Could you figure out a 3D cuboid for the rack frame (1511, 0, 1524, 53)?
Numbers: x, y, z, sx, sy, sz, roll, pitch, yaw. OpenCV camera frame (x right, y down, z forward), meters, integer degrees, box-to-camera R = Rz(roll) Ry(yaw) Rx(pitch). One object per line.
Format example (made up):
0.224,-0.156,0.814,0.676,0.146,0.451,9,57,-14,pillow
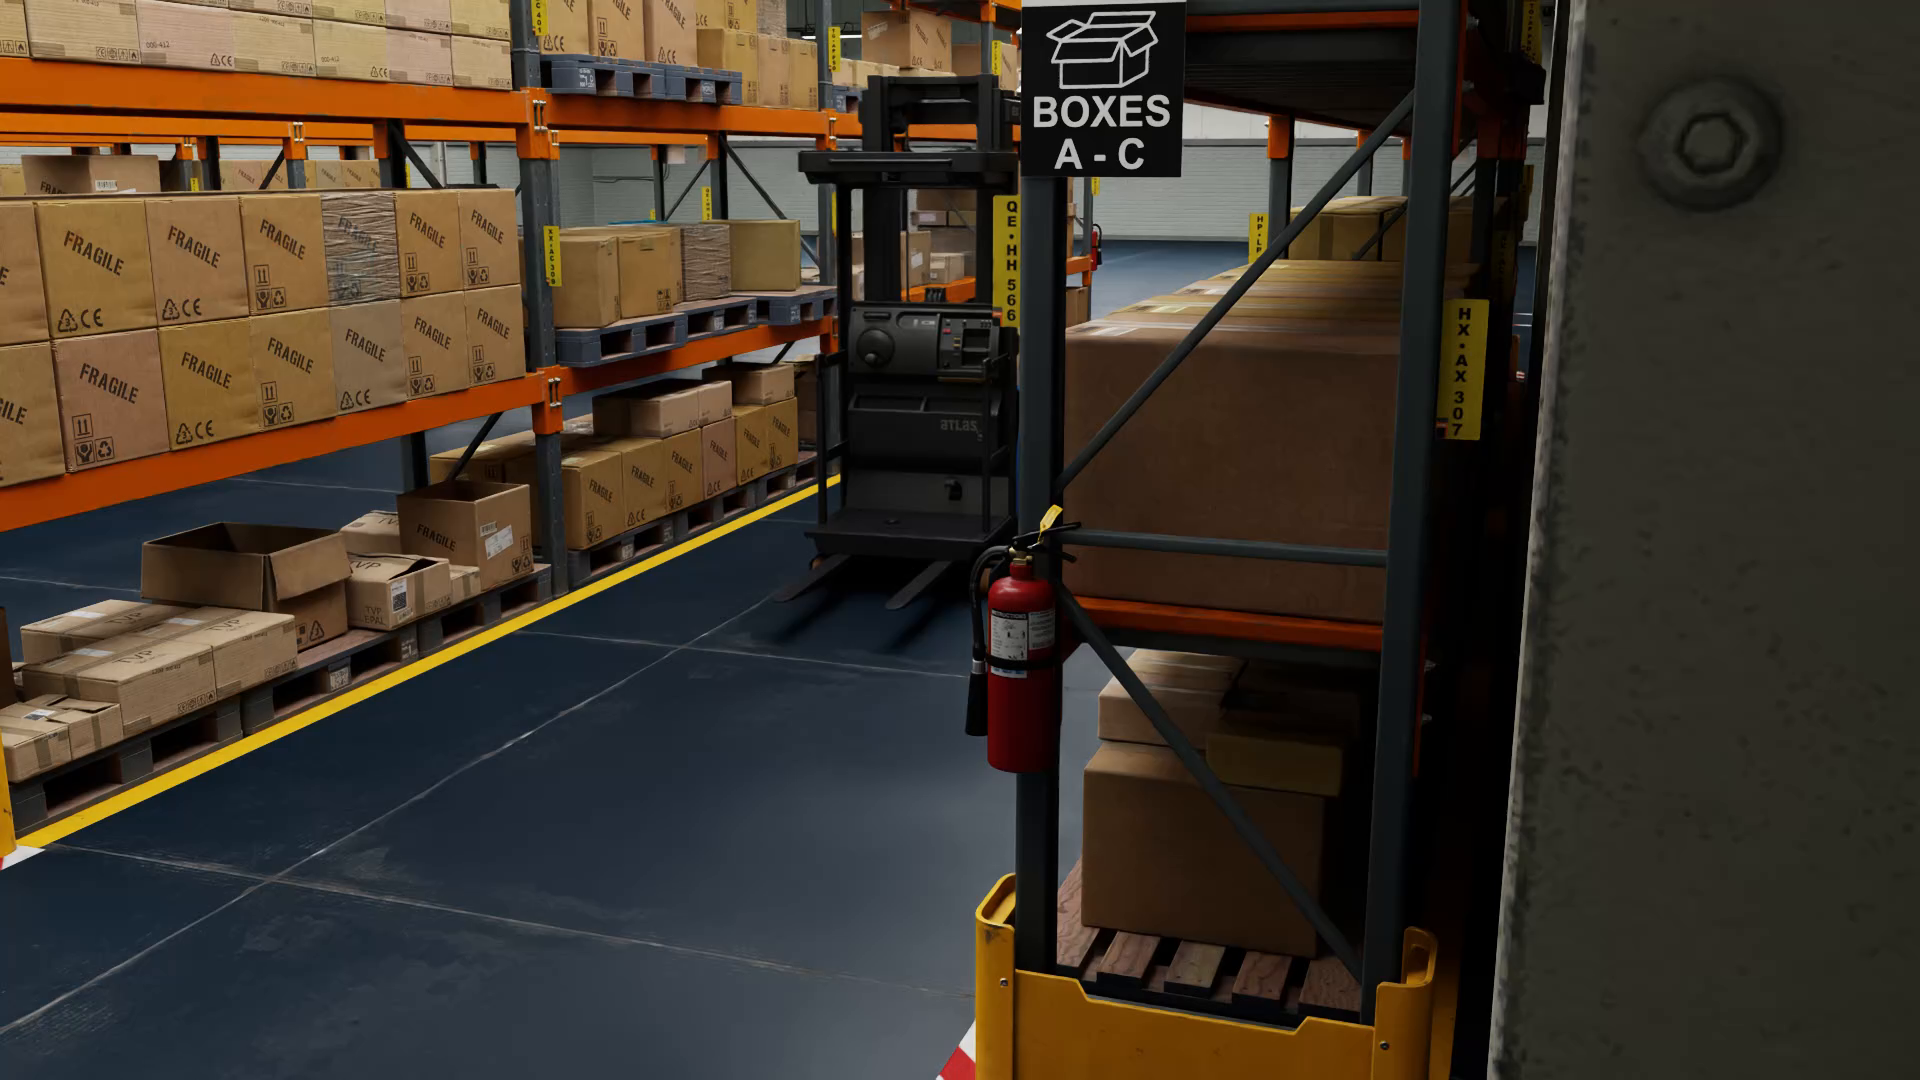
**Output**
3.228,-4.584,10.850,1.000,3.000,0.127,4,14,18,rack frame

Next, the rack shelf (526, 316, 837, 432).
-2.107,-1.244,11.312,1.077,0.370,4.000,4,14,18,rack shelf

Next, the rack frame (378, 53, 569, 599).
-2.754,-1.173,9.387,1.000,3.000,0.127,4,14,18,rack frame

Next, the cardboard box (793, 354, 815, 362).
-1.196,-1.497,14.781,0.500,0.311,0.500,4,14,18,cardboard box

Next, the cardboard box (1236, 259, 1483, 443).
1.743,-0.850,7.299,0.980,0.700,0.700,5,14,19,cardboard box

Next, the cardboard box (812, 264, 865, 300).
-0.988,-2.146,13.851,0.500,0.311,0.500,4,14,18,cardboard box

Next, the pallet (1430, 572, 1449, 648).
2.112,0.374,8.874,1.003,0.211,1.213,4,14,18,pallet

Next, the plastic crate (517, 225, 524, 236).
-4.719,-3.122,17.782,0.402,0.464,0.583,4,14,18,plastic crate

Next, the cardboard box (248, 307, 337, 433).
-3.165,-0.774,7.412,0.500,0.500,0.500,5,14,19,cardboard box

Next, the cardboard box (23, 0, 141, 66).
-3.468,-1.914,6.231,0.500,0.250,0.500,4,14,18,cardboard box

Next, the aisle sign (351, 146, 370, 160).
-8.508,-5.716,23.447,0.394,0.787,0.004,4,14,18,aisle sign

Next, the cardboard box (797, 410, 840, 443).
-1.013,-0.969,13.726,0.500,0.250,0.500,4,14,18,cardboard box

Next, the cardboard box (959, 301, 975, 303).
-0.050,-2.305,17.897,0.500,0.500,0.500,4,14,18,cardboard box

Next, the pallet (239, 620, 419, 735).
-3.371,0.589,7.935,1.003,0.211,1.213,4,14,18,pallet

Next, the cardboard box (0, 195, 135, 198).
-3.839,-1.197,7.018,0.500,0.500,0.500,5,14,20,cardboard box

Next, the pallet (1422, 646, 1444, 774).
1.614,0.697,7.461,1.003,0.211,1.213,4,14,18,pallet

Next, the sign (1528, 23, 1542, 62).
5.049,-4.369,14.601,0.100,0.325,0.005,4,14,18,sign

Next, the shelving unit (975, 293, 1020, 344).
0.224,-0.948,11.769,0.538,1.500,1.048,3,13,14,shelving unit

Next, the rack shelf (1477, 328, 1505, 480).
2.581,-0.888,9.753,1.077,0.370,4.000,4,14,18,rack shelf

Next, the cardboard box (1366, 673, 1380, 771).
1.261,0.560,6.466,0.700,0.500,0.500,5,14,20,cardboard box

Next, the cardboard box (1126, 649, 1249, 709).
0.723,0.474,5.386,0.380,0.149,0.250,5,14,20,cardboard box

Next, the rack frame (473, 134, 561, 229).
-4.852,-3.215,18.333,1.000,3.000,0.127,4,14,18,rack frame

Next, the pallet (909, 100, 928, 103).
-0.966,-3.771,14.451,1.003,0.211,1.213,5,14,21,pallet

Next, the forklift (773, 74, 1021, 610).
-0.263,-1.205,9.679,1.130,2.935,3.031,3,13,14,forklift

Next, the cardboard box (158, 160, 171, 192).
-9.653,-4.367,20.241,0.500,0.500,0.500,4,14,18,cardboard box

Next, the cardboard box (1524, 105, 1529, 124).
5.421,-4.430,16.648,0.500,0.500,0.500,5,14,22,cardboard box

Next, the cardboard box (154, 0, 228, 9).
-3.312,-2.264,6.638,0.500,0.250,0.500,4,14,18,cardboard box

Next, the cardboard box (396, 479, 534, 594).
-2.670,-0.029,9.001,0.500,0.500,0.500,4,14,18,cardboard box

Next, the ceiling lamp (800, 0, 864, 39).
-3.454,-15.802,46.879,2.000,3.185,0.800,4,14,18,ceiling lamp

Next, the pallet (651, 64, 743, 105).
-2.144,-2.895,10.611,1.213,0.211,1.003,4,14,18,pallet

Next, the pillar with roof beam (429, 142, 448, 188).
-11.558,-13.070,48.029,9.100,9.000,0.548,4,14,18,pillar with roof beam

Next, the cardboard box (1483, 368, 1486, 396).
2.425,-0.809,8.312,0.380,0.149,0.250,4,13,17,cardboard box

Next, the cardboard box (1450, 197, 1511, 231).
3.327,-2.114,10.888,0.500,0.250,0.500,5,14,20,cardboard box

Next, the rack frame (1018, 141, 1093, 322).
1.128,-3.700,20.457,1.000,3.000,0.127,4,14,18,rack frame

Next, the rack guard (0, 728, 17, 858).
-4.024,0.872,6.045,1.175,0.500,0.348,4,14,18,rack guard

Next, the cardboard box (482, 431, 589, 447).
-2.698,-0.397,10.615,0.500,0.500,0.500,4,14,19,cardboard box

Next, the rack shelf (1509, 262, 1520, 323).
5.170,-2.572,17.133,1.077,0.370,4.000,4,14,18,rack shelf

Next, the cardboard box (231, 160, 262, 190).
-8.992,-4.435,20.536,0.500,0.500,0.500,4,14,18,cardboard box

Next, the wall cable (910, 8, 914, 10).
-2.508,-16.140,53.835,2.305,6.003,0.169,4,14,18,wall cable

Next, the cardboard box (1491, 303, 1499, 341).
2.825,-1.423,9.545,0.500,0.500,0.500,5,14,20,cardboard box

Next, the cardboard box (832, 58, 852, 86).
-1.214,-3.821,13.638,0.500,0.250,0.500,5,14,20,cardboard box

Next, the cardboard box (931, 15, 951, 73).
-0.403,-4.690,15.763,0.500,0.500,0.500,5,14,19,cardboard box

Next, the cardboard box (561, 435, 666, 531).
-2.205,-0.366,10.481,0.500,0.500,0.500,5,14,19,cardboard box

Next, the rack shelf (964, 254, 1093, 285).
0.481,-2.928,18.692,1.077,0.370,4.000,4,14,18,rack shelf

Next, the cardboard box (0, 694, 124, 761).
-3.507,0.720,6.472,0.380,0.166,0.250,4,14,18,cardboard box

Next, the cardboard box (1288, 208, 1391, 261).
1.843,-1.503,8.209,0.500,0.250,0.500,5,14,20,cardboard box

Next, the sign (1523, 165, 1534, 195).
6.335,-4.018,18.540,0.100,0.325,0.005,4,14,18,sign

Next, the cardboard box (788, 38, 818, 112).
-1.569,-3.432,12.319,0.910,0.500,0.500,4,14,18,cardboard box

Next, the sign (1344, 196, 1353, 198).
2.712,-2.222,11.560,0.100,0.325,0.005,4,14,18,sign

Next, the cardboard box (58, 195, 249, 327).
-3.327,-1.157,6.845,0.500,0.500,0.500,5,14,19,cardboard box

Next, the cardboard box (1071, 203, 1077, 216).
1.185,-3.971,19.961,0.380,0.149,0.250,4,13,17,cardboard box

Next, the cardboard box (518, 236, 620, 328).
-2.389,-1.510,9.695,0.700,0.500,0.500,0,13,-1,cardboard box
